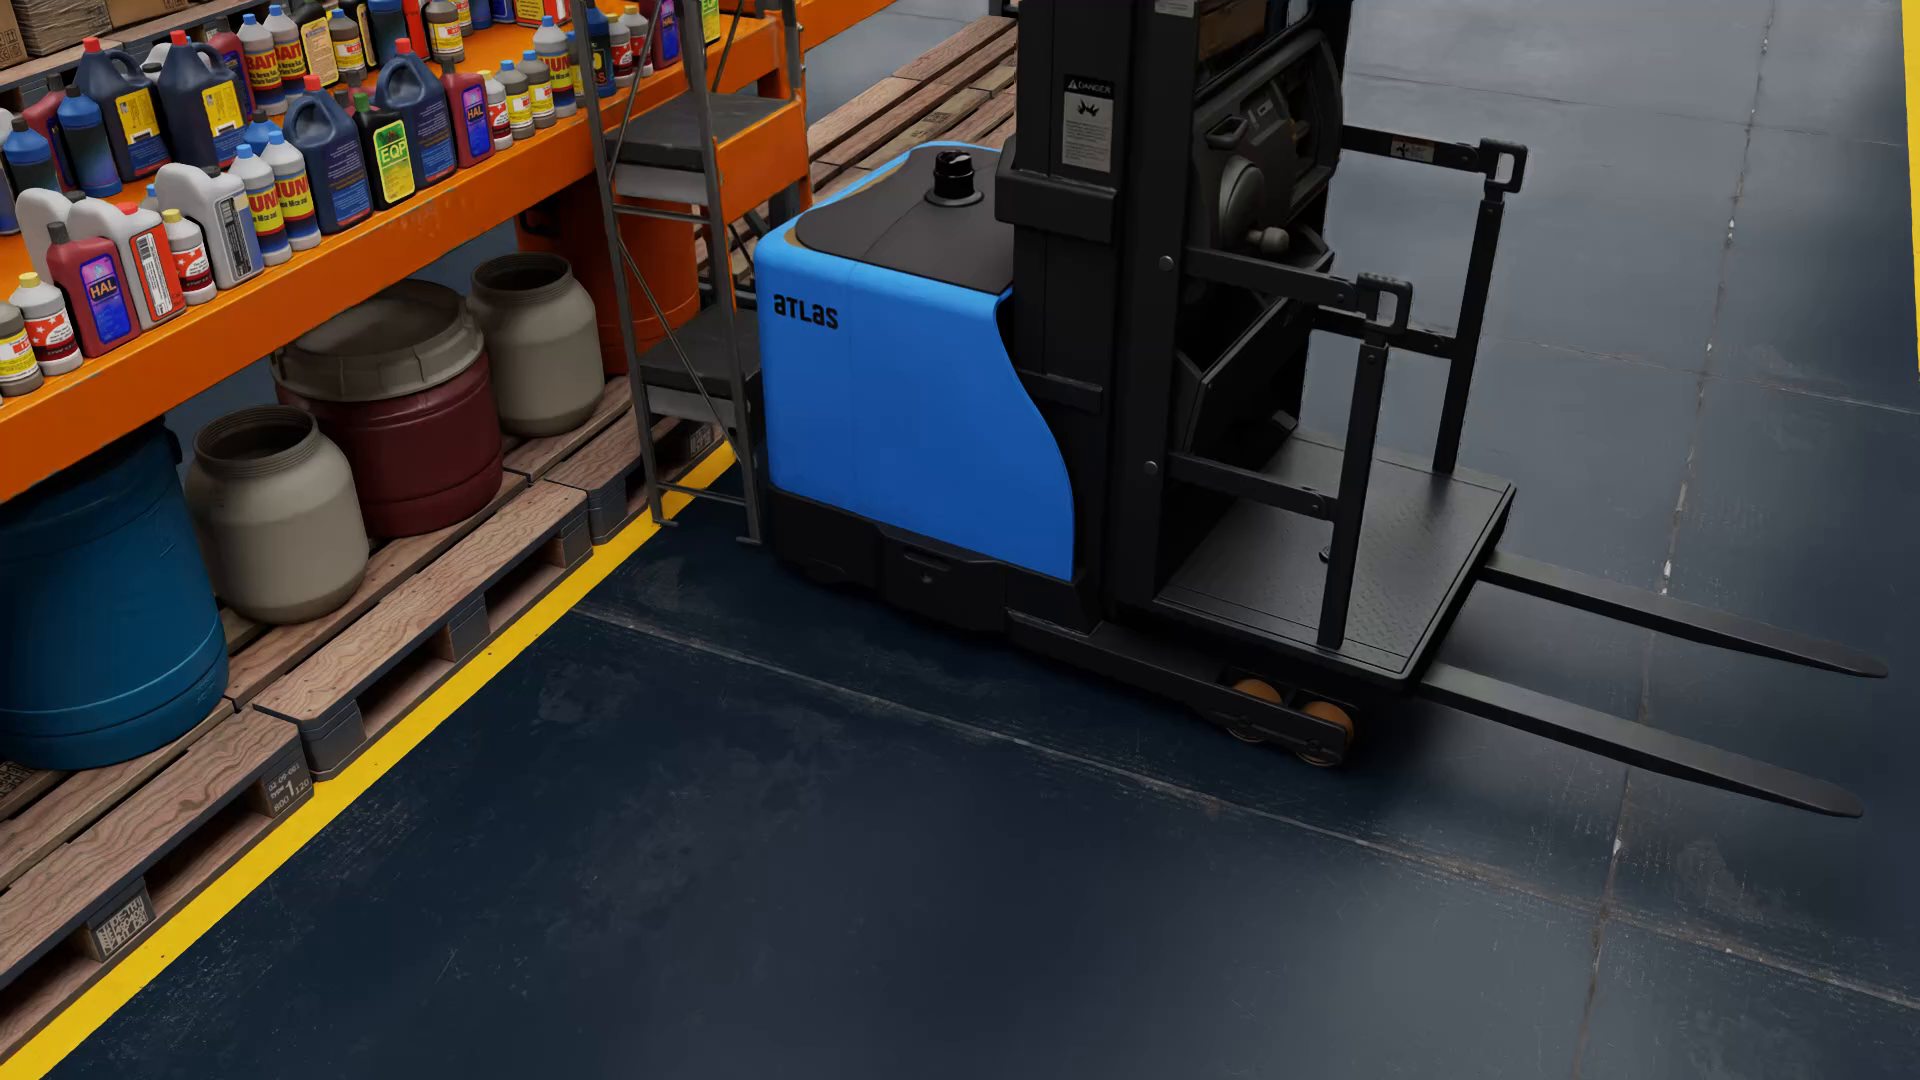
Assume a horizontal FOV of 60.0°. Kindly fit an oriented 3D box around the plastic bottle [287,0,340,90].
[{"bbox_3d":[-1.894,-1.453,4.836,0.061,0.283,0.133,14,36,20],"label":"plastic bottle"}]

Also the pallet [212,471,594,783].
[{"bbox_3d":[-1.836,0.129,4.860,1.003,0.211,1.213,14,36,20],"label":"pallet"}]

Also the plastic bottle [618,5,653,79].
[{"bbox_3d":[-0.975,-1.494,4.974,0.097,0.201,0.097,0,33,0],"label":"plastic bottle"}]

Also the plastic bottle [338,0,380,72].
[{"bbox_3d":[-1.798,-1.568,5.011,0.061,0.283,0.133,14,36,20],"label":"plastic bottle"}]

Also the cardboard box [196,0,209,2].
[{"bbox_3d":[-4.584,-3.499,9.729,0.700,0.500,0.500,11,35,16],"label":"cardboard box"}]

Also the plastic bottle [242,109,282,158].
[{"bbox_3d":[-1.658,-0.900,4.004,0.097,0.271,0.097,0,33,0],"label":"plastic bottle"}]

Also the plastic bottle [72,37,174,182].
[{"bbox_3d":[-2.157,-1.113,4.257,0.144,0.351,0.185,14,36,20],"label":"plastic bottle"}]

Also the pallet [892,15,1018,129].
[{"bbox_3d":[0.348,-2.470,8.825,1.003,0.211,1.213,14,36,20],"label":"pallet"}]

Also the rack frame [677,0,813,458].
[{"bbox_3d":[-0.636,-1.154,5.076,0.400,2.100,0.015,12,34,22],"label":"rack frame"}]

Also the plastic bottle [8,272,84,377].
[{"bbox_3d":[-1.858,-0.443,3.371,0.097,0.201,0.097,0,33,0],"label":"plastic bottle"}]

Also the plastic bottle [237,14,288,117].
[{"bbox_3d":[-1.967,-1.337,4.672,0.097,0.271,0.097,0,33,0],"label":"plastic bottle"}]

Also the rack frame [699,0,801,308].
[{"bbox_3d":[-1.032,-2.044,5.632,1.000,3.000,0.127,14,36,20],"label":"rack frame"}]

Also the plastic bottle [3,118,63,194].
[{"bbox_3d":[-2.196,-0.865,3.951,0.097,0.271,0.097,0,33,0],"label":"plastic bottle"}]

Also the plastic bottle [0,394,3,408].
[{"bbox_3d":[-1.940,-0.375,3.204,0.097,0.271,0.097,0,33,0],"label":"plastic bottle"}]

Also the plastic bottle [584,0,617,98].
[{"bbox_3d":[-1.057,-1.426,4.807,0.097,0.271,0.097,0,33,0],"label":"plastic bottle"}]

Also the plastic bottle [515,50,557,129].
[{"bbox_3d":[-1.179,-1.251,4.604,0.097,0.201,0.097,0,33,0],"label":"plastic bottle"}]

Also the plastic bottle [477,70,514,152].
[{"bbox_3d":[-1.260,-1.154,4.456,0.097,0.201,0.097,0,33,0],"label":"plastic bottle"}]

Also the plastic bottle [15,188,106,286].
[{"bbox_3d":[-1.917,-0.639,3.603,0.152,0.276,0.135,14,36,20],"label":"plastic bottle"}]

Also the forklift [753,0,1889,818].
[{"bbox_3d":[0.949,-0.969,4.055,3.031,2.935,1.130,18,37,25],"label":"forklift"}]

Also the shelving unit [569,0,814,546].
[{"bbox_3d":[-0.739,-1.035,4.890,0.431,2.100,0.503,12,34,22],"label":"shelving unit"}]

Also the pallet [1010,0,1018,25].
[{"bbox_3d":[0.960,-3.195,9.931,1.003,0.211,1.213,14,36,20],"label":"pallet"}]

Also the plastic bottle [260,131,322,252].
[{"bbox_3d":[-1.567,-0.818,3.880,0.097,0.271,0.097,0,33,0],"label":"plastic bottle"}]

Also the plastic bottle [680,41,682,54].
[{"bbox_3d":[-0.879,-1.609,5.149,0.097,0.201,0.097,0,33,0],"label":"plastic bottle"}]

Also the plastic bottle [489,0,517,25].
[{"bbox_3d":[-1.507,-1.851,5.451,0.152,0.276,0.135,14,36,20],"label":"plastic bottle"}]

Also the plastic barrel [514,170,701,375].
[{"bbox_3d":[-1.221,-1.065,5.735,0.600,0.830,0.708,14,36,20],"label":"plastic barrel"}]

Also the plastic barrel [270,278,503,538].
[{"bbox_3d":[-1.694,-0.402,4.943,0.600,0.588,0.708,14,36,20],"label":"plastic barrel"}]

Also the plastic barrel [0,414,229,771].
[{"bbox_3d":[-2.166,0.030,3.999,0.600,0.901,0.708,14,36,20],"label":"plastic barrel"}]

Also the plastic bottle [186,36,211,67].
[{"bbox_3d":[-2.063,-1.223,4.496,0.097,0.271,0.097,0,33,0],"label":"plastic bottle"}]

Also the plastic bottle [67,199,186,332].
[{"bbox_3d":[-1.779,-0.605,3.550,0.152,0.276,0.135,14,36,20],"label":"plastic bottle"}]

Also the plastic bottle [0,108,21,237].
[{"bbox_3d":[-2.317,-0.886,3.979,0.152,0.276,0.135,14,36,20],"label":"plastic bottle"}]

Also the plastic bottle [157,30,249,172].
[{"bbox_3d":[-1.963,-1.145,4.306,0.144,0.351,0.185,14,36,20],"label":"plastic bottle"}]

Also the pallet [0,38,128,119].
[{"bbox_3d":[-5.203,-2.403,8.723,1.003,0.211,1.213,14,36,20],"label":"pallet"}]

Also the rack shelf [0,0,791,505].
[{"bbox_3d":[-1.869,-0.747,4.310,1.077,0.370,4.000,14,36,20],"label":"rack shelf"}]

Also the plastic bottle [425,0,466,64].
[{"bbox_3d":[-1.579,-1.570,5.090,0.097,0.201,0.097,0,33,0],"label":"plastic bottle"}]

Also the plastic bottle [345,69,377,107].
[{"bbox_3d":[-1.500,-1.068,4.250,0.061,0.283,0.133,14,36,20],"label":"plastic bottle"}]

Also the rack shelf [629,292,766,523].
[{"bbox_3d":[-0.709,-0.427,5.262,0.431,0.518,0.480,12,34,22],"label":"rack shelf"}]

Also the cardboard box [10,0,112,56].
[{"bbox_3d":[-5.048,-2.937,8.872,0.700,0.500,0.500,11,35,17],"label":"cardboard box"}]

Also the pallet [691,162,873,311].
[{"bbox_3d":[-0.673,-1.255,6.972,1.003,0.211,1.213,14,36,20],"label":"pallet"}]

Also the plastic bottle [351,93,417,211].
[{"bbox_3d":[-1.425,-0.968,4.098,0.061,0.283,0.133,14,36,20],"label":"plastic bottle"}]

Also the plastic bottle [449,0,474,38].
[{"bbox_3d":[-1.621,-1.720,5.319,0.097,0.201,0.097,0,33,0],"label":"plastic bottle"}]

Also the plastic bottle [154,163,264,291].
[{"bbox_3d":[-1.682,-0.720,3.726,0.152,0.276,0.135,14,36,20],"label":"plastic bottle"}]
